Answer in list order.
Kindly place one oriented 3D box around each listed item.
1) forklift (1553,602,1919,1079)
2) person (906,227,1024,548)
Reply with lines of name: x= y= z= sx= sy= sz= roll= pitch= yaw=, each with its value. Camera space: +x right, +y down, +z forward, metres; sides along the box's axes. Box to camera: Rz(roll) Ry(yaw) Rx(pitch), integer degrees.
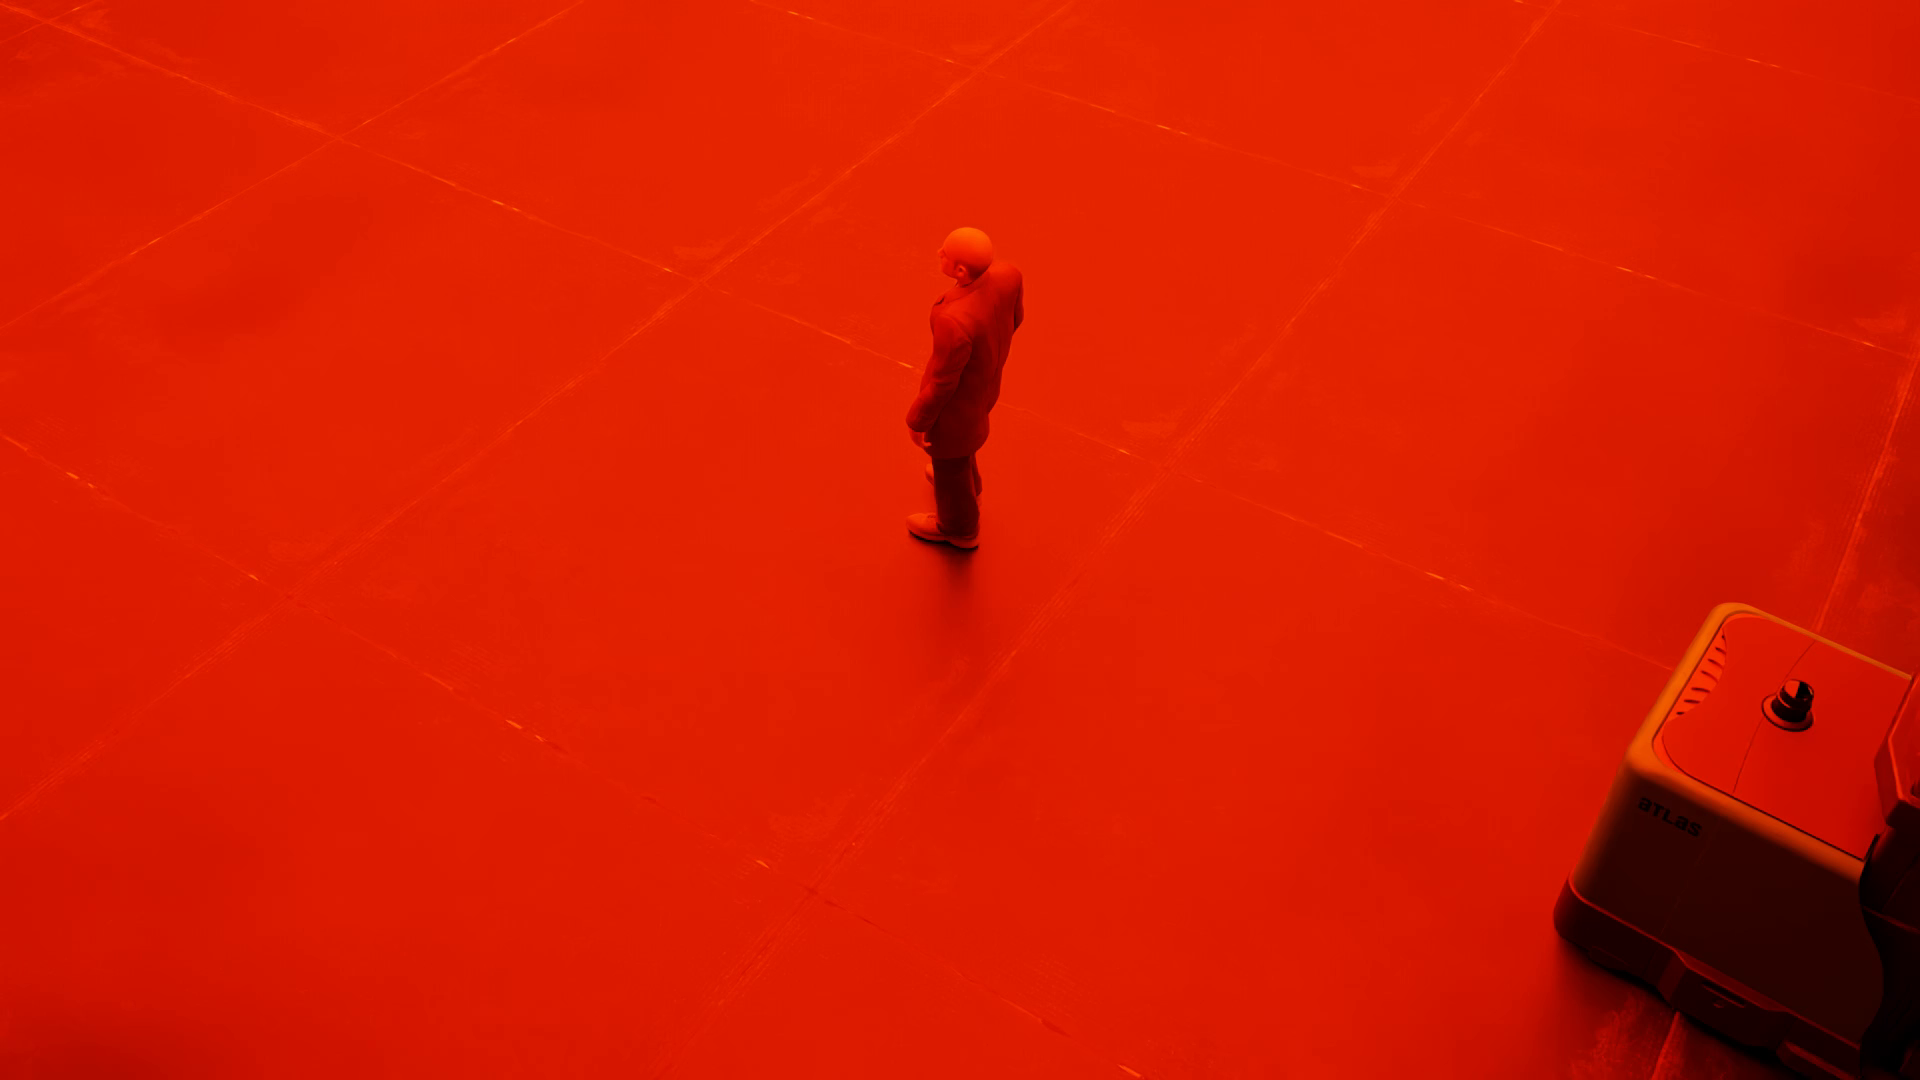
forklift: x=3.743 y=0.803 z=5.002 sx=3.031 sy=2.935 sz=1.130 roll=28 pitch=50 yaw=26
person: x=-0.074 y=-0.687 z=7.401 sx=0.583 sy=1.775 sz=0.696 roll=24 pitch=48 yaw=23
